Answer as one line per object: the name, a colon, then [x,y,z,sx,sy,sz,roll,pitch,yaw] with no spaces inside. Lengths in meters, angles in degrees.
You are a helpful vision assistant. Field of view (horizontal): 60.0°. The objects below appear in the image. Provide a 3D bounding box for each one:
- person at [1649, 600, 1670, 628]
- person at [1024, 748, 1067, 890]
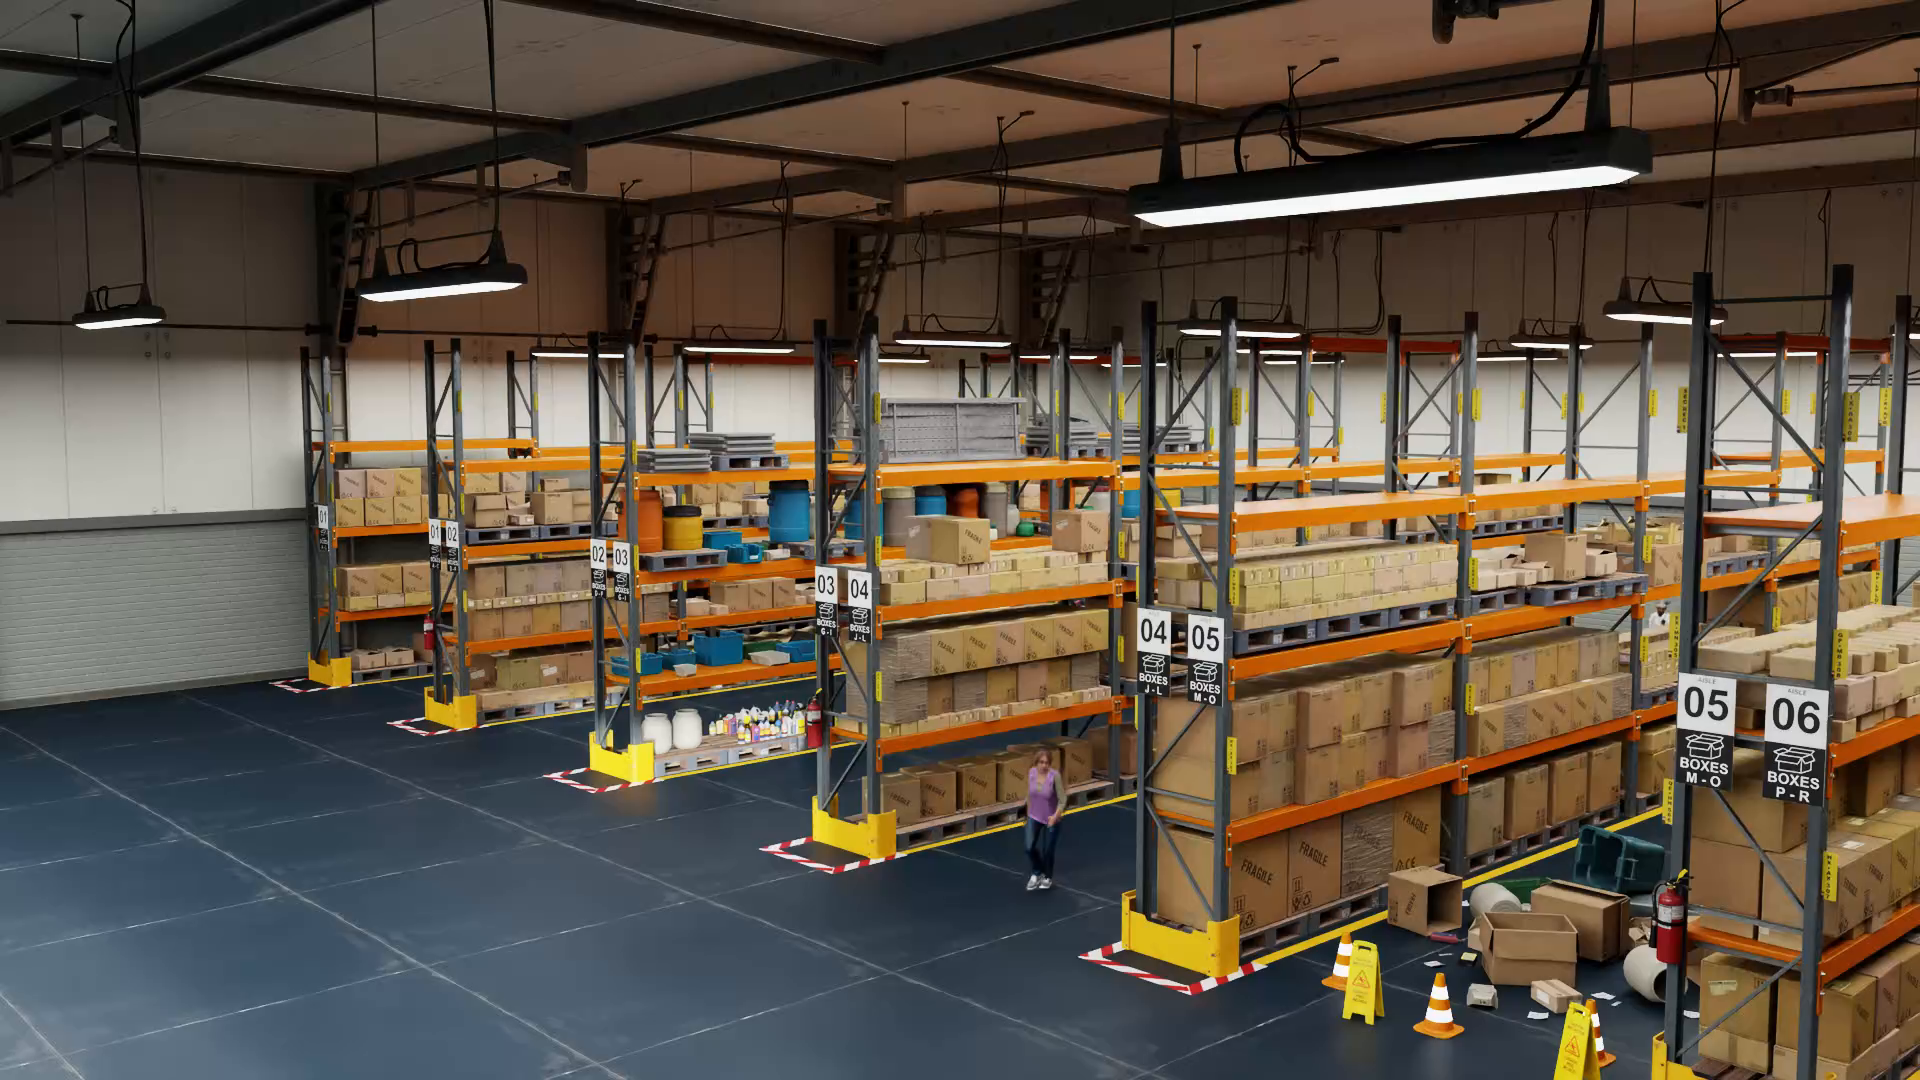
person: [12.243,1.817,28.891,0.676,1.622,0.604,-4,6,-38]
person: [0.862,2.884,17.063,0.519,1.536,0.765,2,5,17]
